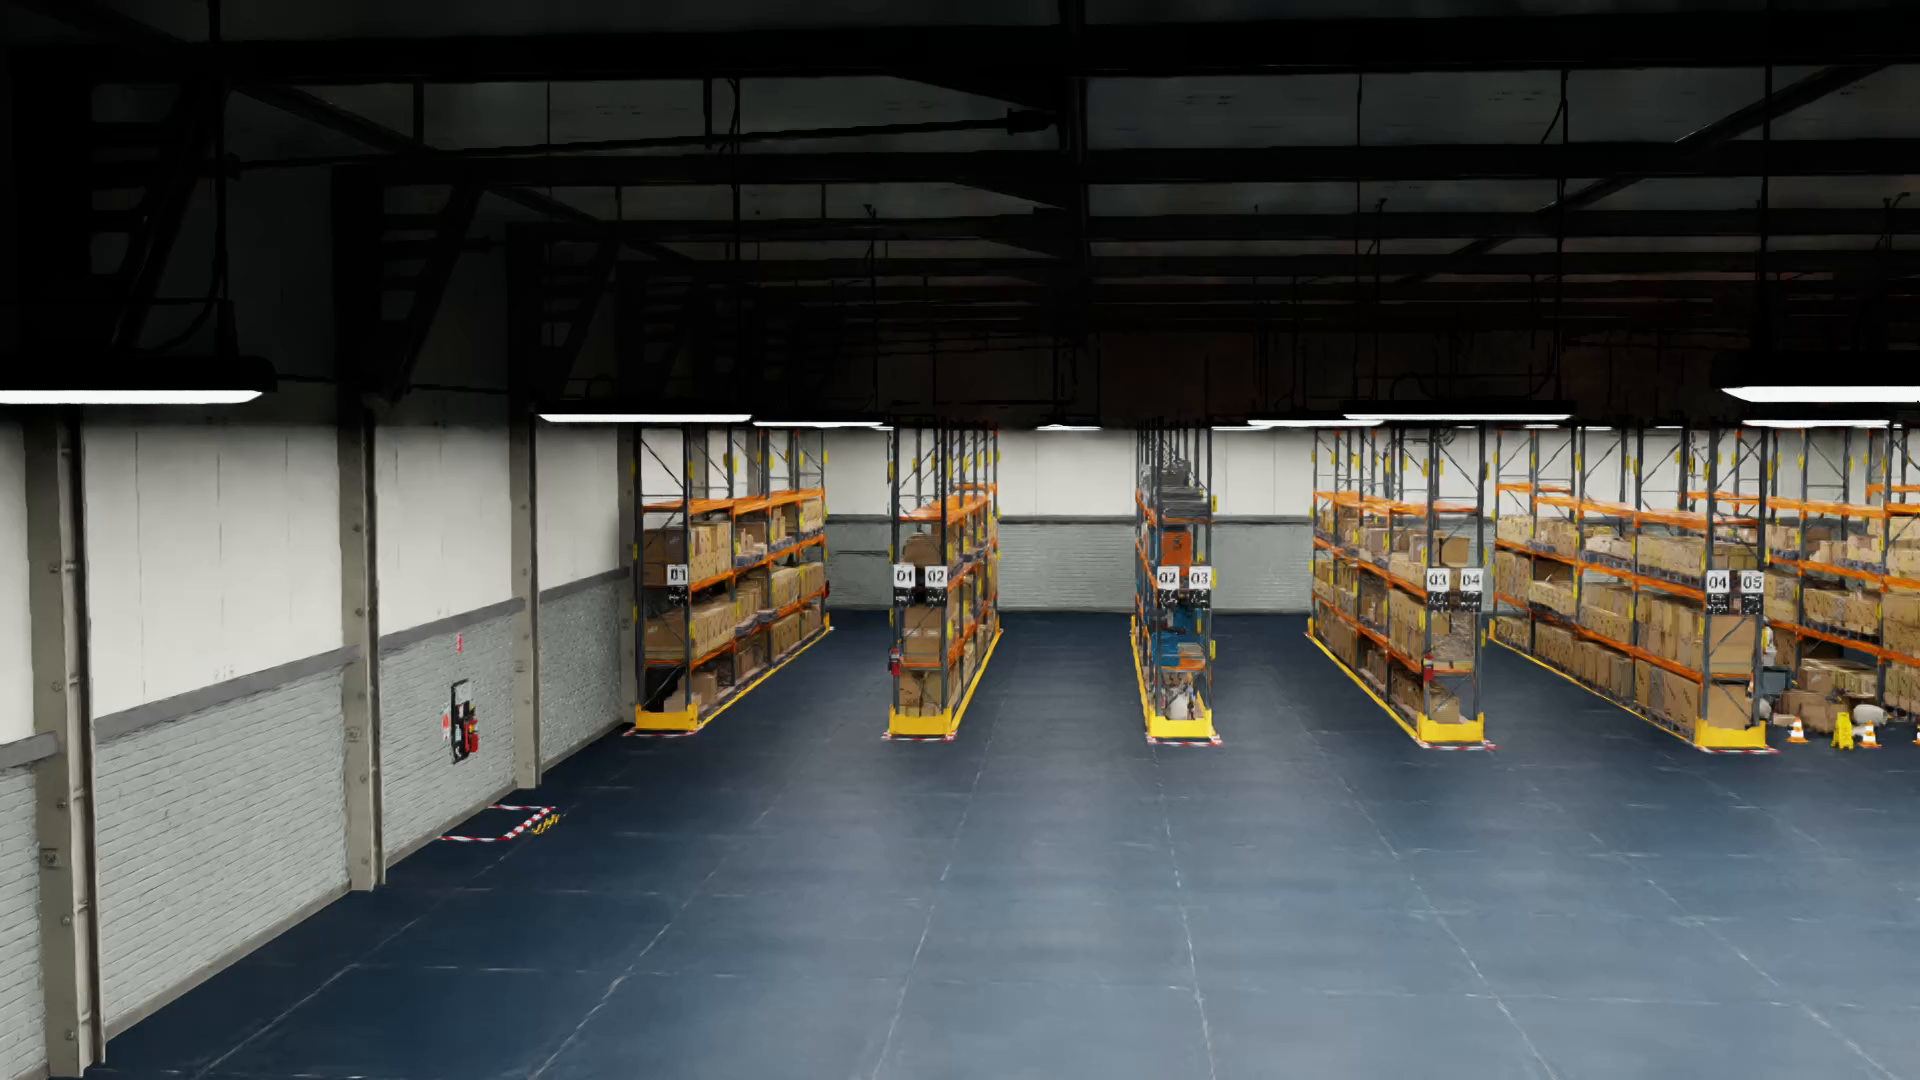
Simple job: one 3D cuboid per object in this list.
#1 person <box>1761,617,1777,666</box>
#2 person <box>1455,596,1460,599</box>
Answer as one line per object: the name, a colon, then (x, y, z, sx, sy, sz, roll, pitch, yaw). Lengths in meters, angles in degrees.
person: (17.580, 2.511, 36.333, 0.551, 1.657, 0.598, 2, 4, 32)
person: (13.530, 1.995, 45.025, 0.625, 1.596, 0.510, 0, 4, 3)
